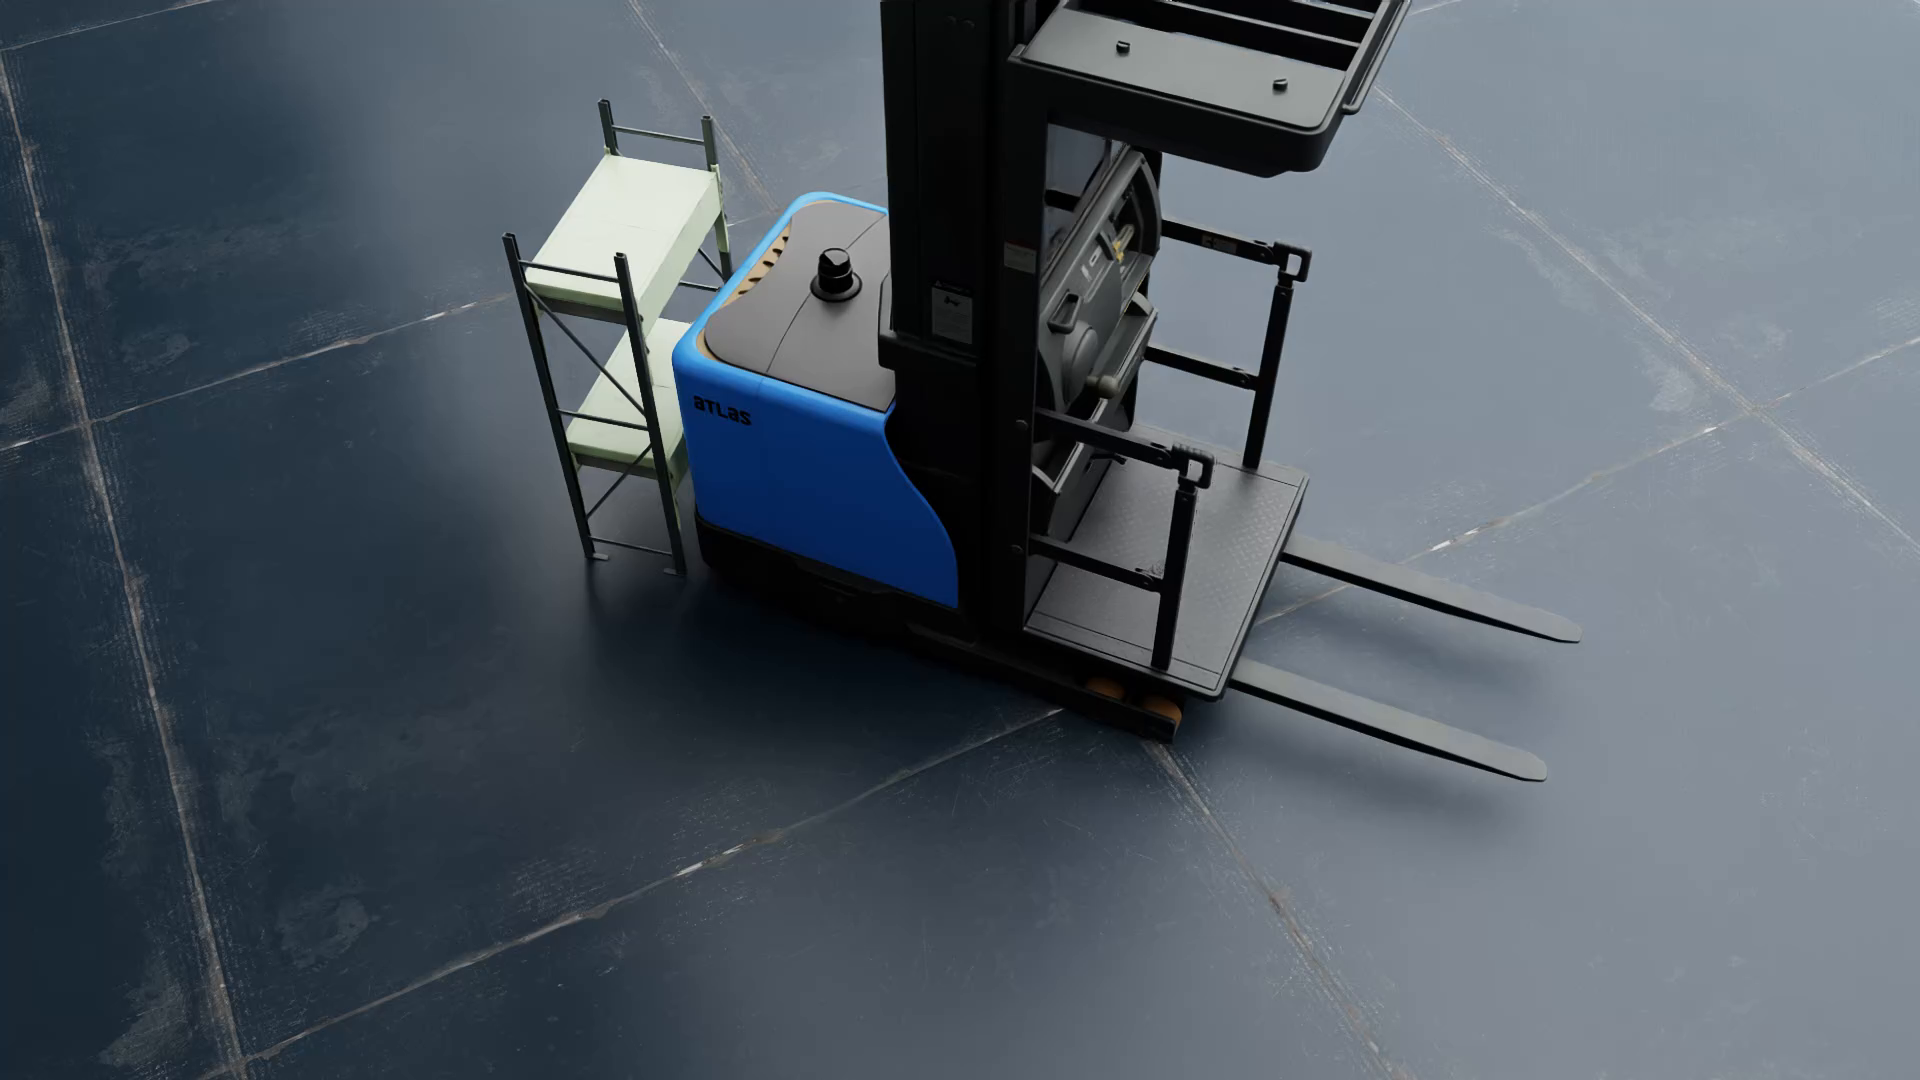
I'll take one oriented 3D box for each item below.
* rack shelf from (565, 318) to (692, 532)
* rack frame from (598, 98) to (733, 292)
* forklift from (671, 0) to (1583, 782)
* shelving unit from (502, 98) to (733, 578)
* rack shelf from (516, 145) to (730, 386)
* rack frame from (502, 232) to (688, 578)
[{"bbox_3d":[-1.106,-0.452,6.082,0.431,0.370,0.720,11,50,10],"label":"rack shelf"},{"bbox_3d":[-1.010,-0.933,6.069,0.400,1.500,0.023,11,50,10],"label":"rack frame"},{"bbox_3d":[0.610,-0.741,4.951,3.031,2.935,1.130,18,51,15],"label":"forklift"},{"bbox_3d":[-1.106,-0.667,5.837,0.431,1.500,0.755,11,50,10],"label":"shelving unit"},{"bbox_3d":[-1.106,-0.924,5.543,0.431,0.370,0.720,11,50,10],"label":"rack shelf"},{"bbox_3d":[-1.201,-0.401,5.604,0.400,1.500,0.023,11,50,10],"label":"rack frame"}]
